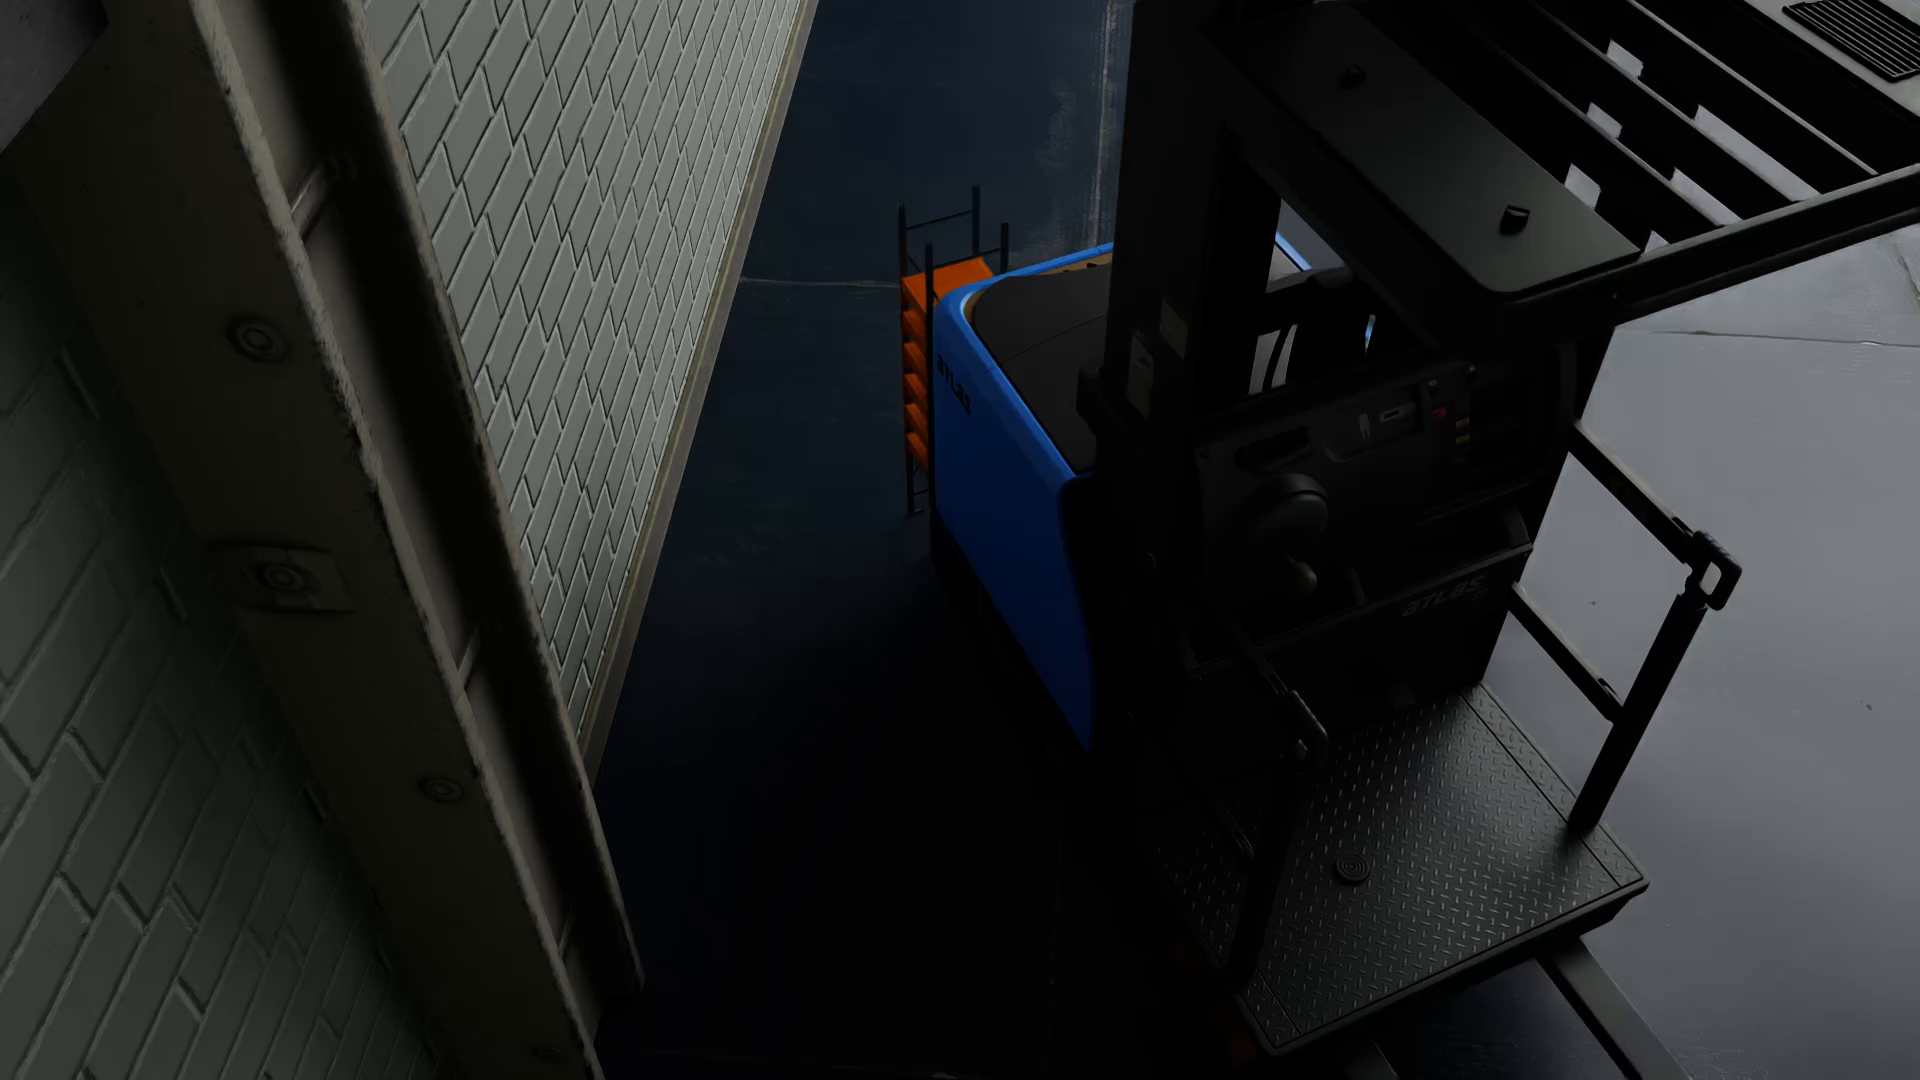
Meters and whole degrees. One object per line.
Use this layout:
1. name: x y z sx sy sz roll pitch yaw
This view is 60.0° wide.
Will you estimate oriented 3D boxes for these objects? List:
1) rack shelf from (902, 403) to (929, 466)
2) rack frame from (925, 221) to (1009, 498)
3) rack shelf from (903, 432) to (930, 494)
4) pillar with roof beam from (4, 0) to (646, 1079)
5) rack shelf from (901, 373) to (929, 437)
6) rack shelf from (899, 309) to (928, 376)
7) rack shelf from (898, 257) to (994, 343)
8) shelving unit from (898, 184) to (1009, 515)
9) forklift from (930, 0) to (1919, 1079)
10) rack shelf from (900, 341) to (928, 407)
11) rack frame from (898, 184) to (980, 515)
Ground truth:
1. rack shelf: -0.019 -0.350 4.980 0.258 0.103 0.180 -18 50 -16
2. rack frame: 0.019 -0.400 4.803 0.240 1.200 0.006 -18 50 -16
3. rack shelf: -0.019 -0.269 5.069 0.258 0.103 0.180 -18 50 -16
4. pillar with roof beam: 3.316 -1.504 0.527 9.100 9.000 0.400 4 48 4
5. rack shelf: -0.019 -0.431 4.892 0.258 0.103 0.180 -18 50 -16
6. rack shelf: -0.019 -0.593 4.715 0.258 0.103 0.180 -18 50 -16
7. rack shelf: -0.019 -0.674 4.626 0.258 0.103 0.180 -18 50 -16
8. shelving unit: -0.019 -0.461 4.859 0.258 1.200 0.189 -18 50 -16
9. forklift: 0.985 -0.076 3.333 1.130 2.935 3.031 -19 50 -16
10. rack shelf: -0.019 -0.512 4.803 0.258 0.103 0.180 -18 50 -16
11. rack frame: -0.056 -0.523 4.915 0.240 1.200 0.006 -18 50 -16
